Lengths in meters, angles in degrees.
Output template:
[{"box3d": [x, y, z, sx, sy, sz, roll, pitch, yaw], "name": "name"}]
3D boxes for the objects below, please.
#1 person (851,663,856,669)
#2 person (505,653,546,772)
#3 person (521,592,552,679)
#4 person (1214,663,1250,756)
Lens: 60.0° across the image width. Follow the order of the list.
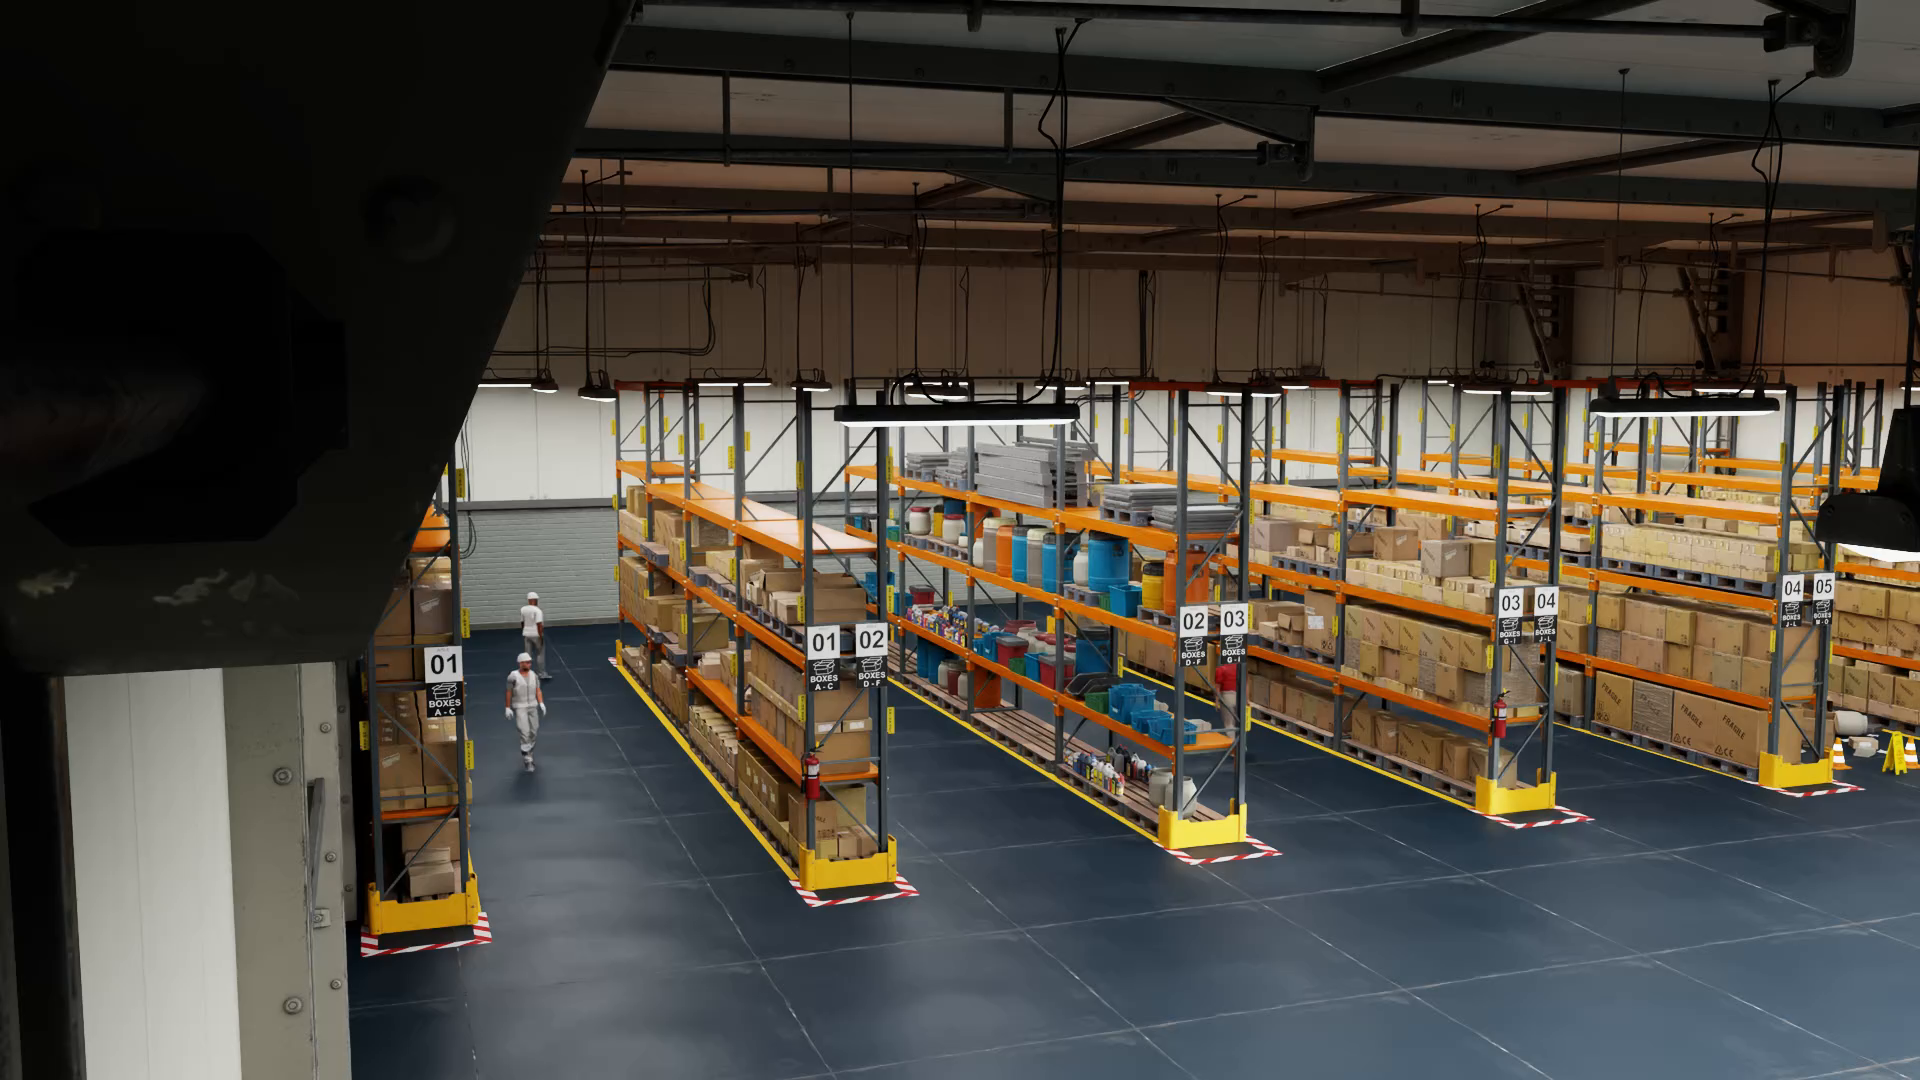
[{"box3d": [-2.167, 1.812, 34.760, 0.461, 1.835, 0.587, 3, 7, 24], "name": "person"}, {"box3d": [-6.778, 2.699, 26.158, 0.567, 1.813, 0.694, -6, 8, -43], "name": "person"}, {"box3d": [-8.544, 1.928, 33.384, 0.604, 1.780, 0.647, 3, 7, 27], "name": "person"}, {"box3d": [4.394, 2.618, 26.951, 0.575, 1.710, 0.505, -1, 6, -9], "name": "person"}]
